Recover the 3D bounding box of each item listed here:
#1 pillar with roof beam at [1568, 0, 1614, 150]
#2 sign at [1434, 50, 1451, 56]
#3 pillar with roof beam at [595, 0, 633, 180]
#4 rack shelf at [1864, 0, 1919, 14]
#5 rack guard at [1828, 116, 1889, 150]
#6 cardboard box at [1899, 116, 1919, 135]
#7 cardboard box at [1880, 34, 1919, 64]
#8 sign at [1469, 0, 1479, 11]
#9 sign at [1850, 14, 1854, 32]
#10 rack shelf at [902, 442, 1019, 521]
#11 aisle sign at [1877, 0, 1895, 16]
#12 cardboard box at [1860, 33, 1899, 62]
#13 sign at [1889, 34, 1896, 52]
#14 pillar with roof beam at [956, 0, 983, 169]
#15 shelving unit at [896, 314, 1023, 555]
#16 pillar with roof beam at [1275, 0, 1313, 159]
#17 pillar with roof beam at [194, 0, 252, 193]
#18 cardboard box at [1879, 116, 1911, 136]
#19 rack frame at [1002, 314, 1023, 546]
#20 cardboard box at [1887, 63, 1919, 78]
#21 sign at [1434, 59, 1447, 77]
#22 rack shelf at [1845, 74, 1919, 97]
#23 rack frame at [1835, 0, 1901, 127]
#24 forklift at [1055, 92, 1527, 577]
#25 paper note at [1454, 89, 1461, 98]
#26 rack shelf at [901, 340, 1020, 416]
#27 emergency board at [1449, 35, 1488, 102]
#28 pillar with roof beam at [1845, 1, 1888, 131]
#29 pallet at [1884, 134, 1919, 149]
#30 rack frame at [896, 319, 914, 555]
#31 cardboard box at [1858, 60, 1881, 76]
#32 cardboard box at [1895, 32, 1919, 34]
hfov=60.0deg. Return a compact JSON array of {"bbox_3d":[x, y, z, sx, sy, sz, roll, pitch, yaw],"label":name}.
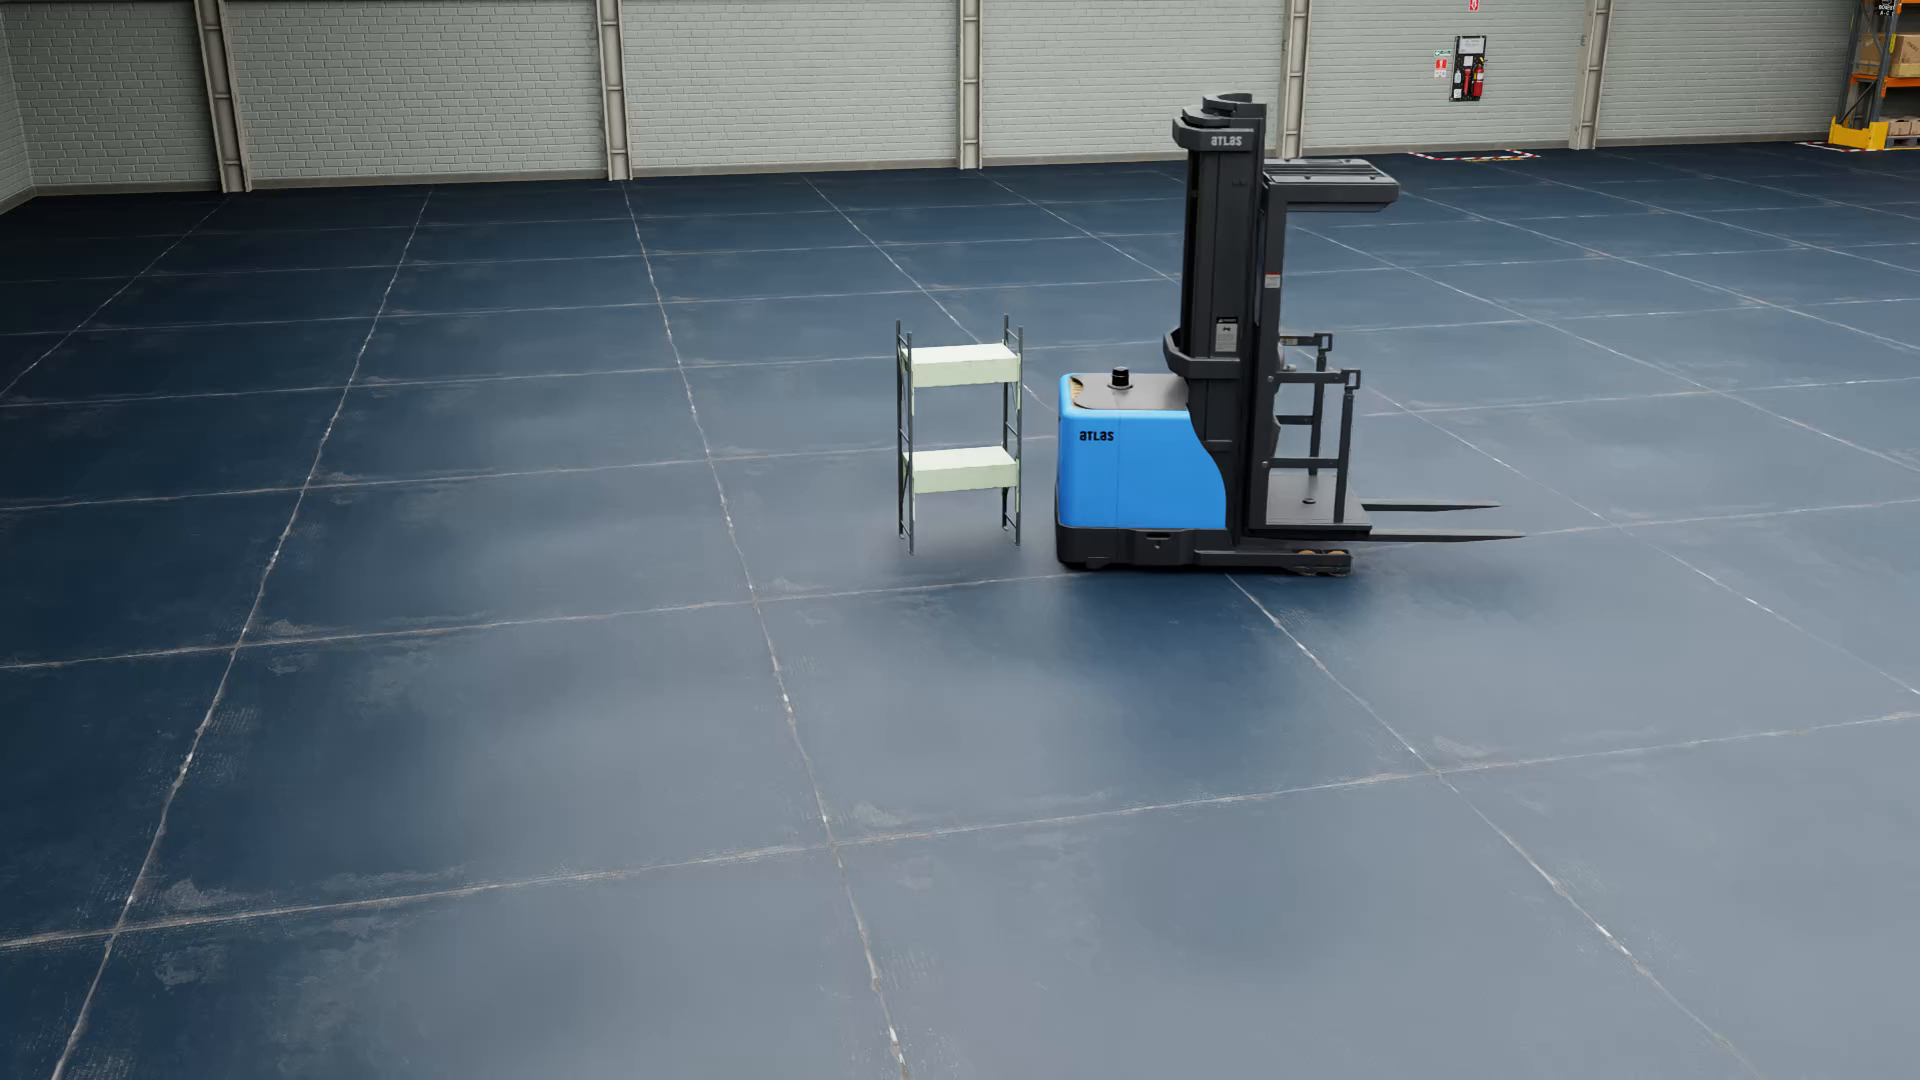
[{"bbox_3d":[12.829,-10.250,26.214,0.400,9.000,9.100,-5,21,-12],"label":"pillar with roof beam"},{"bbox_3d":[8.869,-8.945,30.551,0.331,0.109,0.001,-5,21,-12],"label":"sign"},{"bbox_3d":[-4.688,-8.826,22.325,0.400,9.000,9.100,-5,21,-12],"label":"pillar with roof beam"},{"bbox_3d":[19.142,-10.233,31.575,4.000,0.370,1.077,-5,21,-12],"label":"rack shelf"},{"bbox_3d":[17.269,-7.837,31.981,0.348,0.500,1.175,-5,21,-12],"label":"rack guard"},{"bbox_3d":[18.444,-8.018,32.112,0.500,0.311,0.500,-3,20,-8],"label":"cardboard box"},{"bbox_3d":[17.729,-9.233,31.257,0.500,0.500,0.500,-5,21,-12],"label":"cardboard box"},{"bbox_3d":[9.394,-9.813,30.371,0.199,0.298,0.001,-5,21,-12],"label":"sign"},{"bbox_3d":[17.087,-9.884,31.793,0.005,0.325,0.100,-5,21,-12],"label":"sign"},{"bbox_3d":[-0.006,-0.398,11.167,0.720,0.370,0.431,-5,21,-12],"label":"rack shelf"},{"bbox_3d":[17.194,-10.119,30.798,0.004,0.787,0.394,-5,21,-12],"label":"aisle sign"},{"bbox_3d":[17.605,-9.404,31.724,0.500,0.500,0.500,-5,21,-13],"label":"cardboard box"},{"bbox_3d":[17.320,-9.229,30.890,0.005,0.325,0.100,-5,21,-12],"label":"sign"},{"bbox_3d":[1.151,-9.301,23.621,0.400,9.000,9.100,-5,21,-12],"label":"pillar with roof beam"},{"bbox_3d":[-0.006,-0.704,11.055,0.755,1.500,0.431,-5,21,-12],"label":"shelving unit"},{"bbox_3d":[6.990,-9.775,24.918,0.400,9.000,9.100,-5,21,-12],"label":"pillar with roof beam"},{"bbox_3d":[-10.527,-8.351,21.029,0.400,9.000,9.100,-5,21,-12],"label":"pillar with roof beam"},{"bbox_3d":[17.889,-7.973,31.989,0.500,0.311,0.500,-7,21,-19],"label":"cardboard box"},{"bbox_3d":[0.350,-0.733,11.134,0.023,1.500,0.400,-5,21,-12],"label":"rack frame"},{"bbox_3d":[17.743,-8.876,31.372,0.500,0.250,0.500,-5,21,-14],"label":"cardboard box"},{"bbox_3d":[8.863,-8.699,30.649,0.234,0.329,0.001,-5,21,-12],"label":"sign"},{"bbox_3d":[19.142,-8.825,32.091,4.000,0.370,1.077,-5,21,-12],"label":"rack shelf"},{"bbox_3d":[17.195,-9.004,31.535,0.127,3.000,1.000,-5,21,-12],"label":"rack frame"},{"bbox_3d":[2.159,-1.326,10.673,3.031,2.935,1.130,1,20,2],"label":"forklift"},{"bbox_3d":[9.237,-8.287,30.857,0.142,0.148,0.016,-5,21,-12],"label":"paper note"},{"bbox_3d":[-0.006,-1.070,10.921,0.720,0.370,0.431,-5,21,-12],"label":"rack shelf"},{"bbox_3d":[9.425,-8.692,30.681,0.643,1.169,0.194,-5,21,-12],"label":"emergency board"},{"bbox_3d":[18.668,-10.725,27.511,0.400,9.000,9.100,-5,21,-12],"label":"pillar with roof beam"},{"bbox_3d":[18.068,-7.753,32.174,1.213,0.211,1.003,-5,21,-12],"label":"pallet"},{"bbox_3d":[-0.363,-0.675,10.976,0.023,1.500,0.400,-5,21,-12],"label":"rack frame"},{"bbox_3d":[17.605,-9.045,31.835,0.500,0.250,0.500,-4,21,-12],"label":"cardboard box"},{"bbox_3d":[18.097,-9.440,31.824,0.500,0.500,0.500,-4,21,-12],"label":"cardboard box"}]
